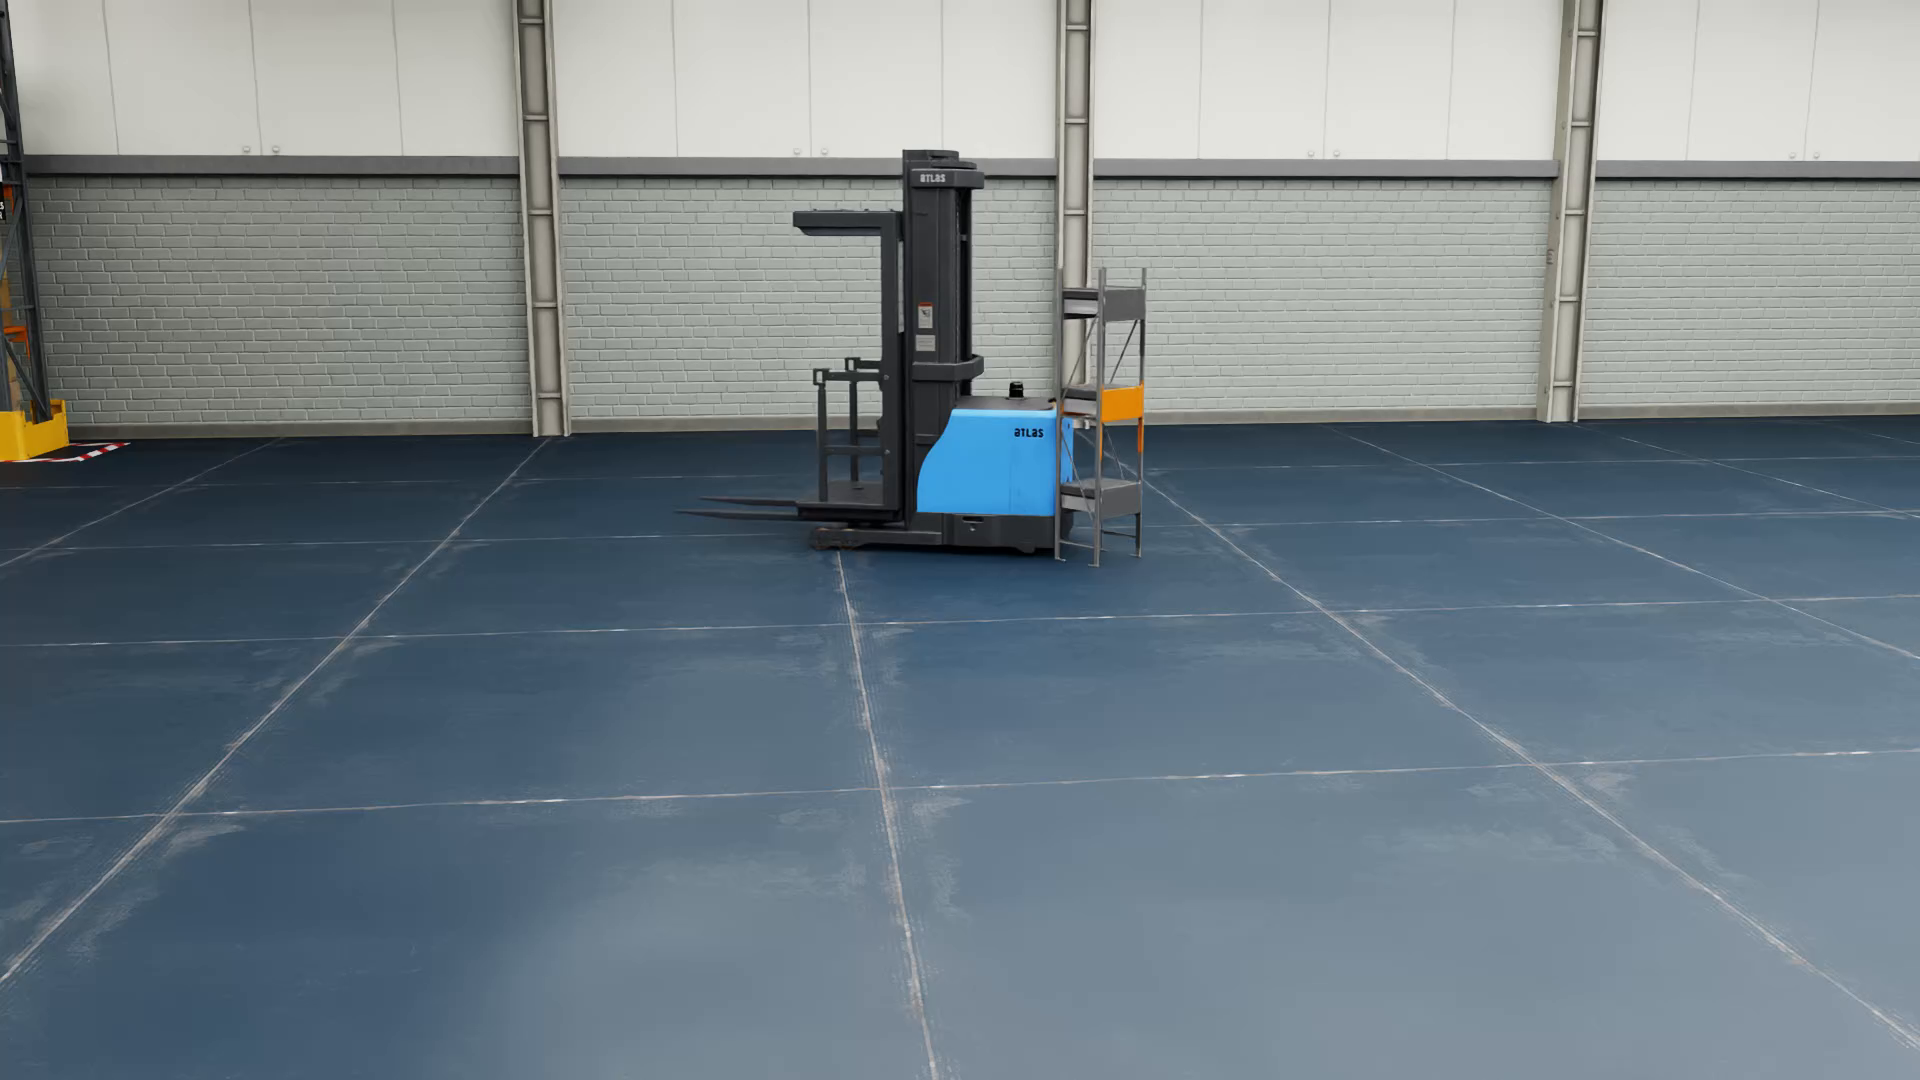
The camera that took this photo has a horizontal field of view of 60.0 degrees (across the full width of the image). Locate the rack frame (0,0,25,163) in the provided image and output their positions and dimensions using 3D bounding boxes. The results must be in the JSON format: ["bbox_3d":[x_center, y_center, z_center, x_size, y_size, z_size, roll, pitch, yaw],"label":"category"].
[{"bbox_3d":[-9.833,-5.338,16.693,0.127,3.000,1.000,-1,11,-6],"label":"rack frame"}]

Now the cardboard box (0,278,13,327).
[{"bbox_3d":[-10.355,-2.486,17.481,0.500,0.500,0.500,-1,11,-4],"label":"cardboard box"}]

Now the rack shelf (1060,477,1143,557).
[{"bbox_3d":[1.009,-0.194,12.105,0.431,0.518,0.480,10,15,43],"label":"rack shelf"}]

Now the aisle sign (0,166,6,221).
[{"bbox_3d":[-9.736,-3.615,16.742,0.004,0.787,0.394,-1,11,-6],"label":"aisle sign"}]

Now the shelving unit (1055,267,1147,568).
[{"bbox_3d":[1.009,-0.895,11.970,0.431,2.100,0.503,10,15,43],"label":"shelving unit"}]

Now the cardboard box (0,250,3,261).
[{"bbox_3d":[-10.190,-2.942,17.344,0.250,0.149,0.380,-1,11,-7],"label":"cardboard box"}]

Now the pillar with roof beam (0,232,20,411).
[{"bbox_3d":[-10.157,-4.671,13.299,0.400,9.000,9.100,-1,11,-6],"label":"pillar with roof beam"}]

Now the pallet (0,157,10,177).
[{"bbox_3d":[-10.538,-3.813,16.941,1.213,0.211,1.003,-1,11,-6],"label":"pallet"}]

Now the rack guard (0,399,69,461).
[{"bbox_3d":[-9.809,-1.168,17.516,0.348,0.500,1.175,-1,11,-6],"label":"rack guard"}]

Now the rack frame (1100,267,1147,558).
[{"bbox_3d":[1.178,-0.928,12.143,0.400,2.100,0.015,10,15,43],"label":"rack frame"}]

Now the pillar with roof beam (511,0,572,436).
[{"bbox_3d":[-4.192,-4.796,13.935,0.400,9.000,9.100,-1,11,-6],"label":"pillar with roof beam"}]

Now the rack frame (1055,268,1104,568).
[{"bbox_3d":[0.840,-0.861,11.796,0.400,2.100,0.015,10,15,43],"label":"rack frame"}]

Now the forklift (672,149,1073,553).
[{"bbox_3d":[-0.675,-1.455,12.670,3.031,2.935,1.130,2,11,10],"label":"forklift"}]

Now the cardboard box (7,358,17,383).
[{"bbox_3d":[-10.331,-1.768,17.534,0.500,0.250,0.500,-1,11,-7],"label":"cardboard box"}]

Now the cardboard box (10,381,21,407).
[{"bbox_3d":[-10.322,-1.527,17.601,0.500,0.250,0.500,-1,11,-5],"label":"cardboard box"}]

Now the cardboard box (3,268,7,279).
[{"bbox_3d":[-10.198,-2.805,17.417,0.250,0.149,0.380,-1,11,-8],"label":"cardboard box"}]

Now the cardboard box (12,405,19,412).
[{"bbox_3d":[-10.342,-1.279,17.635,0.500,0.250,0.500,-1,11,-6],"label":"cardboard box"}]

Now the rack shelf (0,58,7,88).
[{"bbox_3d":[-11.821,-4.747,16.589,4.000,0.370,1.077,-1,11,-6],"label":"rack shelf"}]

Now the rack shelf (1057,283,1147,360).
[{"bbox_3d":[1.009,-1.569,11.839,0.431,0.518,0.480,10,15,43],"label":"rack shelf"}]

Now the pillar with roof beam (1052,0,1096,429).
[{"bbox_3d":[1.773,-4.921,14.571,0.400,9.000,9.100,-1,11,-6],"label":"pillar with roof beam"}]

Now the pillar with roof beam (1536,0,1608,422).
[{"bbox_3d":[7.737,-5.046,15.207,0.400,9.000,9.100,-1,11,-6],"label":"pillar with roof beam"}]

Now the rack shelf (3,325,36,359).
[{"bbox_3d":[-11.821,-2.000,17.129,4.000,0.370,1.077,-1,11,-6],"label":"rack shelf"}]

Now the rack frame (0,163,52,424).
[{"bbox_3d":[-9.833,-2.394,17.272,0.127,3.000,1.000,-1,11,-6],"label":"rack frame"}]

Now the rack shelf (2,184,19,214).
[{"bbox_3d":[-11.821,-3.472,16.840,4.000,0.370,1.077,-1,11,-6],"label":"rack shelf"}]

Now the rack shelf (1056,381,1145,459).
[{"bbox_3d":[1.009,-0.881,11.972,0.431,0.518,0.480,10,15,43],"label":"rack shelf"}]
